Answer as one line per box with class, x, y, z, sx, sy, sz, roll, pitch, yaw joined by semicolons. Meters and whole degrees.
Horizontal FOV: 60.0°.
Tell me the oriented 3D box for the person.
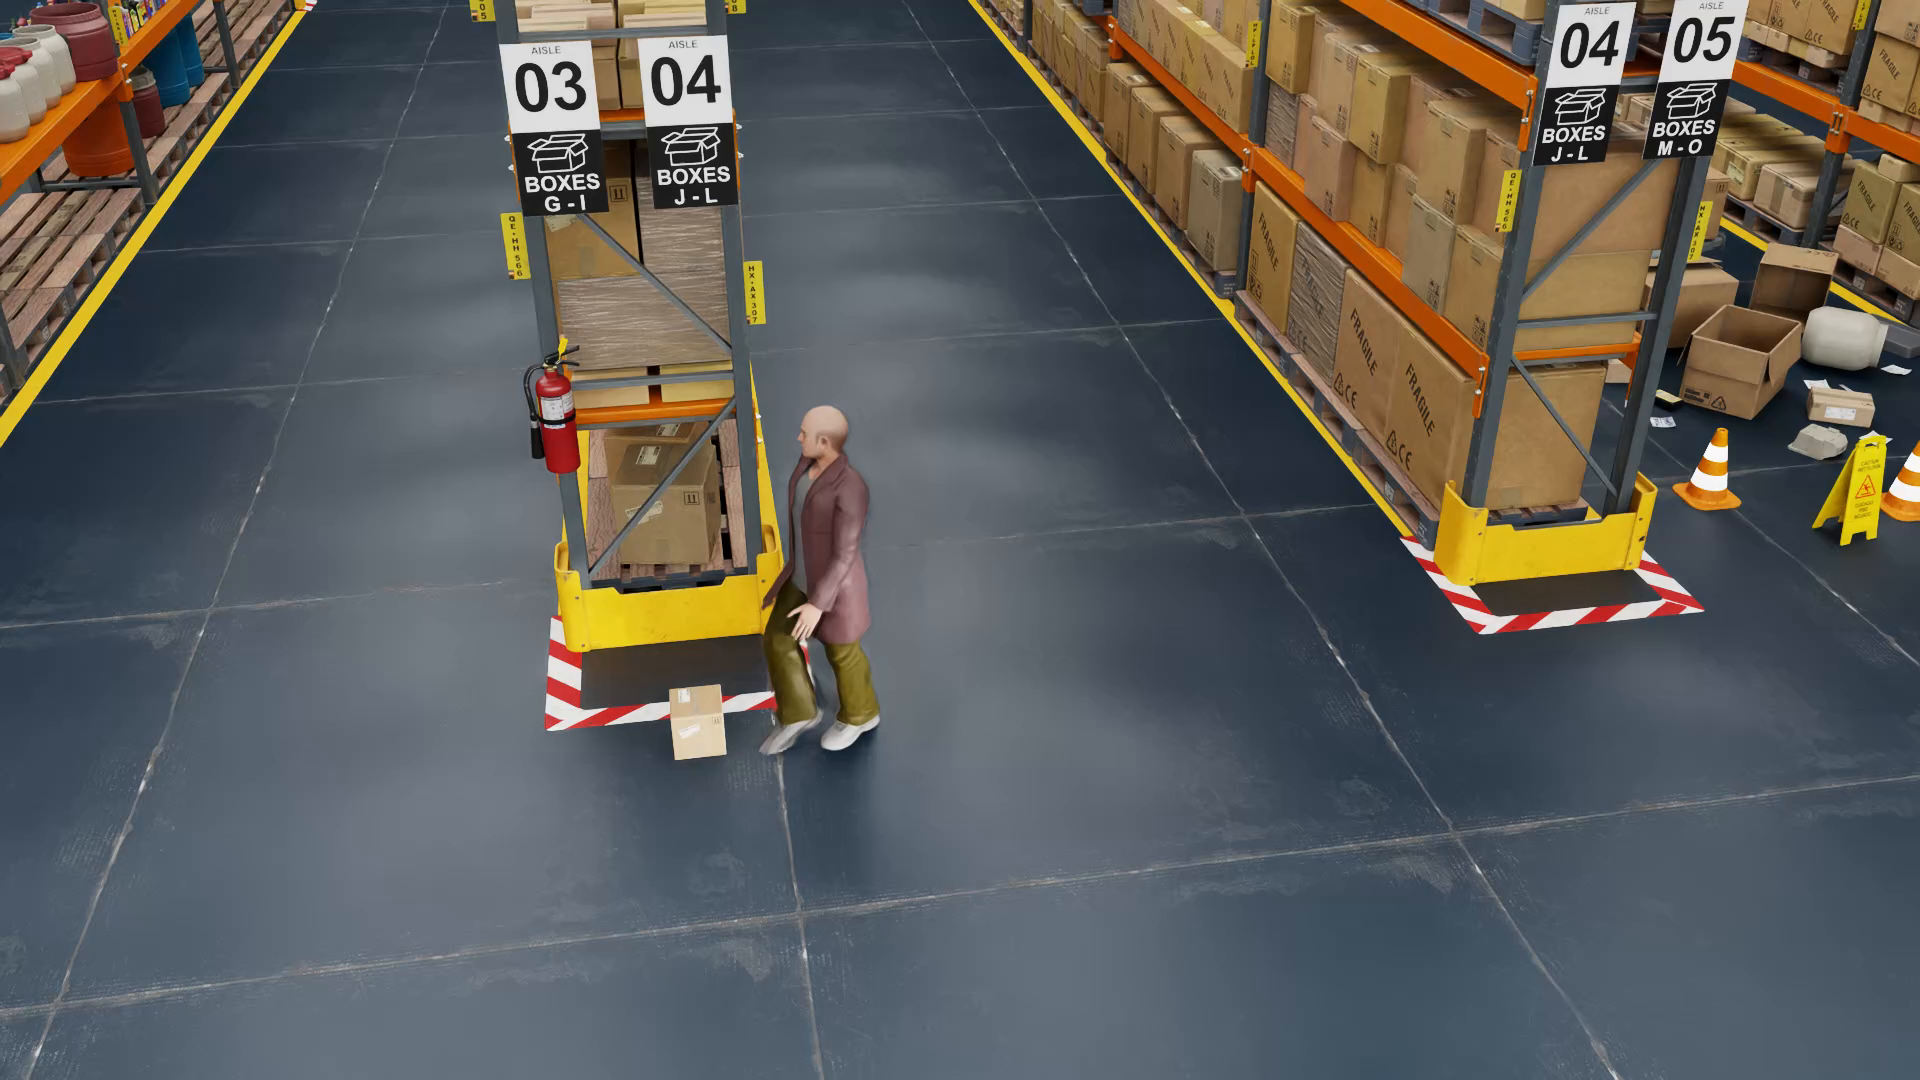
person;-0.772;0.247;7.709;0.910;1.751;0.608;-16;34;-25
